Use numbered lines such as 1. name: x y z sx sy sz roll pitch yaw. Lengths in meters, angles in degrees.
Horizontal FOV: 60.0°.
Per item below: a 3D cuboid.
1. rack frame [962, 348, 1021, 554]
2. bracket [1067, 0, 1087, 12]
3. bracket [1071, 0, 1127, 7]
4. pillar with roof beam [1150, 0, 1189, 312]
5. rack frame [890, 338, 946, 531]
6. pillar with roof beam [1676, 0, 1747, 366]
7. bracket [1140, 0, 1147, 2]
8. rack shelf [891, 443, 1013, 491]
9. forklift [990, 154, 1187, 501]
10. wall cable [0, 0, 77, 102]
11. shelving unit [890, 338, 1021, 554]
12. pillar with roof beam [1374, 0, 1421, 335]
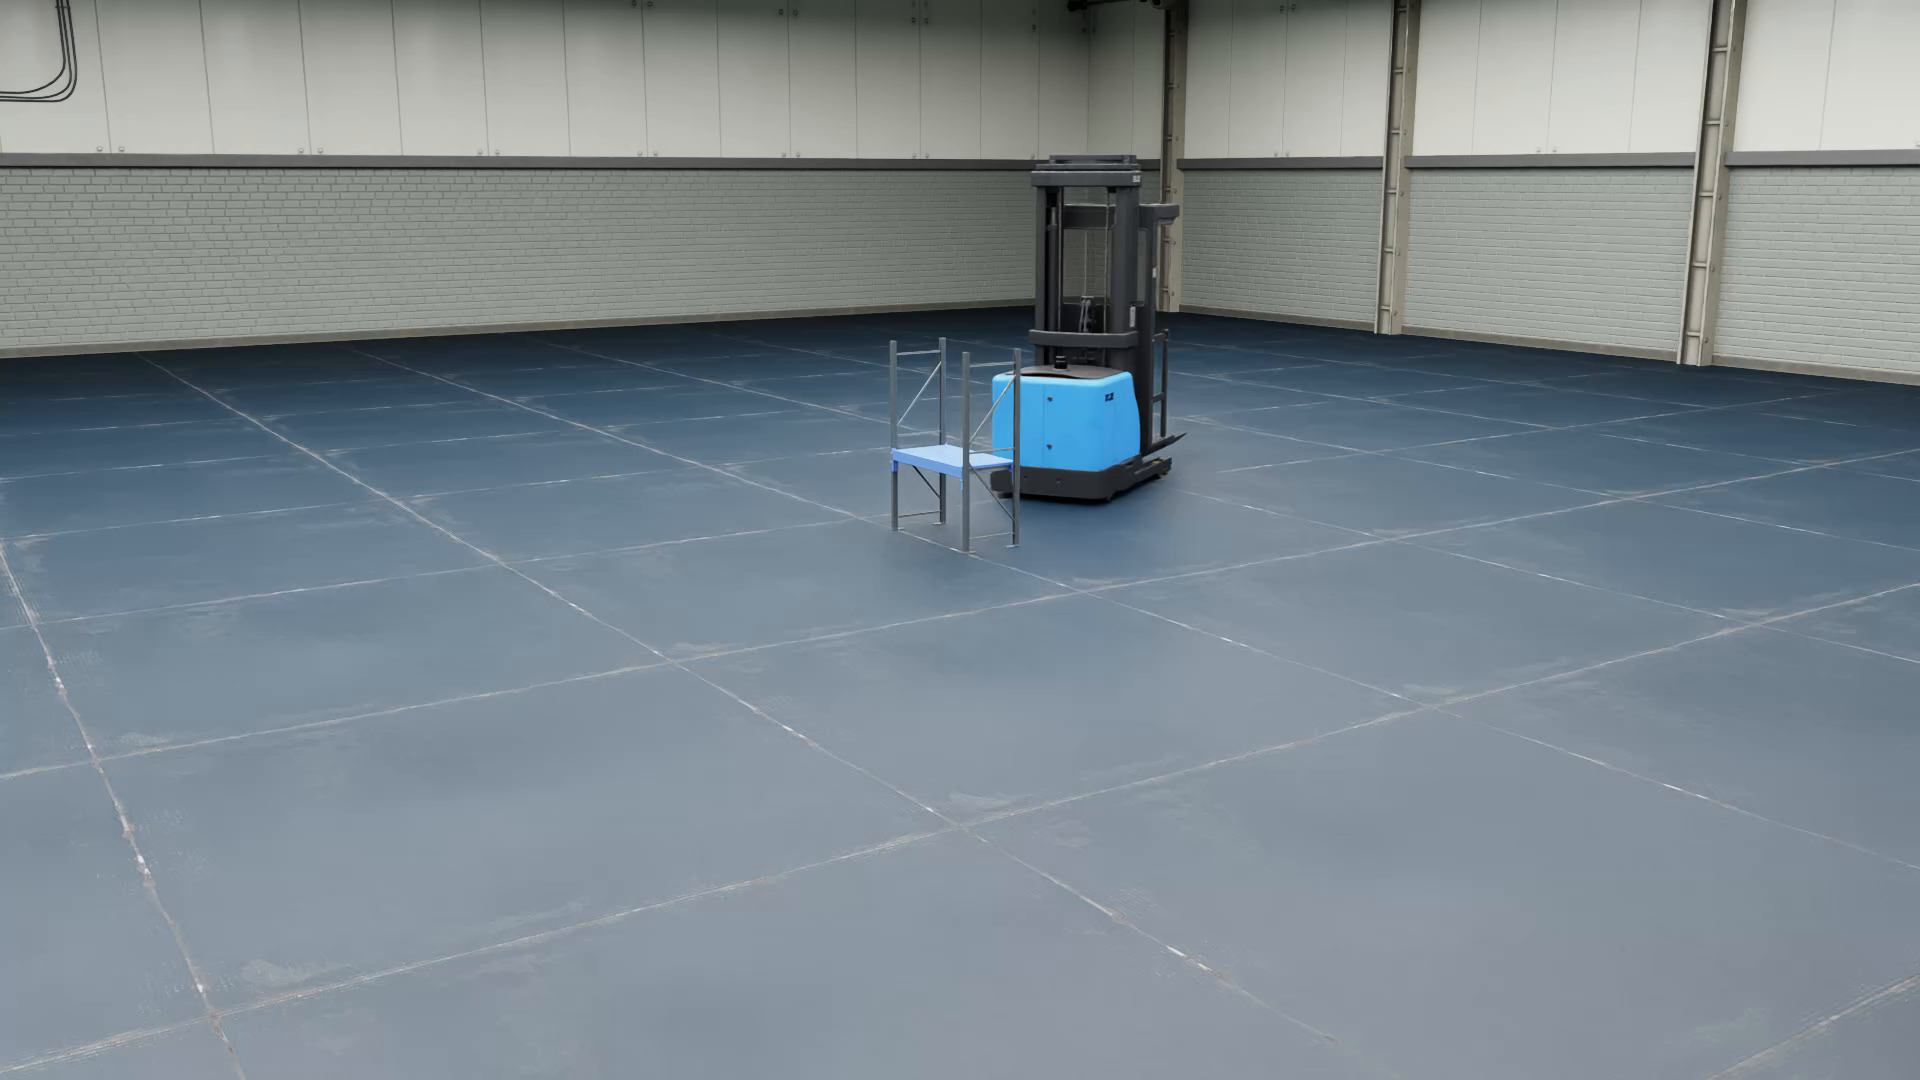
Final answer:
1. rack frame: 0.234 -0.657 12.357 0.500 1.500 0.032 -8 15 -33
2. bracket: 2.502 -11.372 35.372 0.235 0.232 0.430 -8 15 -33
3. bracket: 2.829 -11.266 34.892 0.076 0.066 3.189 -8 15 -33
4. pillar with roof beam: 0.757 -8.650 31.354 9.100 9.000 0.548 -8 15 -33
5. rack frame: -0.329 -0.838 13.184 0.500 1.500 0.032 -8 15 -33
6. pillar with roof beam: 7.405 -6.516 21.595 9.100 9.000 0.400 -8 15 -33
7. bracket: 3.815 -10.950 33.445 0.235 0.232 0.430 -8 15 -33
8. rack shelf: -0.047 -0.572 12.809 0.538 0.185 1.000 -8 15 -33
9. forklift: 1.345 -2.040 15.328 1.130 2.935 3.031 6 14 24
10. wall cable: -14.502 -8.894 24.508 2.305 6.003 0.169 -8 15 -33
11. shelving unit: -0.047 -0.748 12.771 0.538 1.500 1.048 -8 15 -33
12. pillar with roof beam: 4.081 -7.583 26.474 9.100 9.000 0.400 -8 15 -33
